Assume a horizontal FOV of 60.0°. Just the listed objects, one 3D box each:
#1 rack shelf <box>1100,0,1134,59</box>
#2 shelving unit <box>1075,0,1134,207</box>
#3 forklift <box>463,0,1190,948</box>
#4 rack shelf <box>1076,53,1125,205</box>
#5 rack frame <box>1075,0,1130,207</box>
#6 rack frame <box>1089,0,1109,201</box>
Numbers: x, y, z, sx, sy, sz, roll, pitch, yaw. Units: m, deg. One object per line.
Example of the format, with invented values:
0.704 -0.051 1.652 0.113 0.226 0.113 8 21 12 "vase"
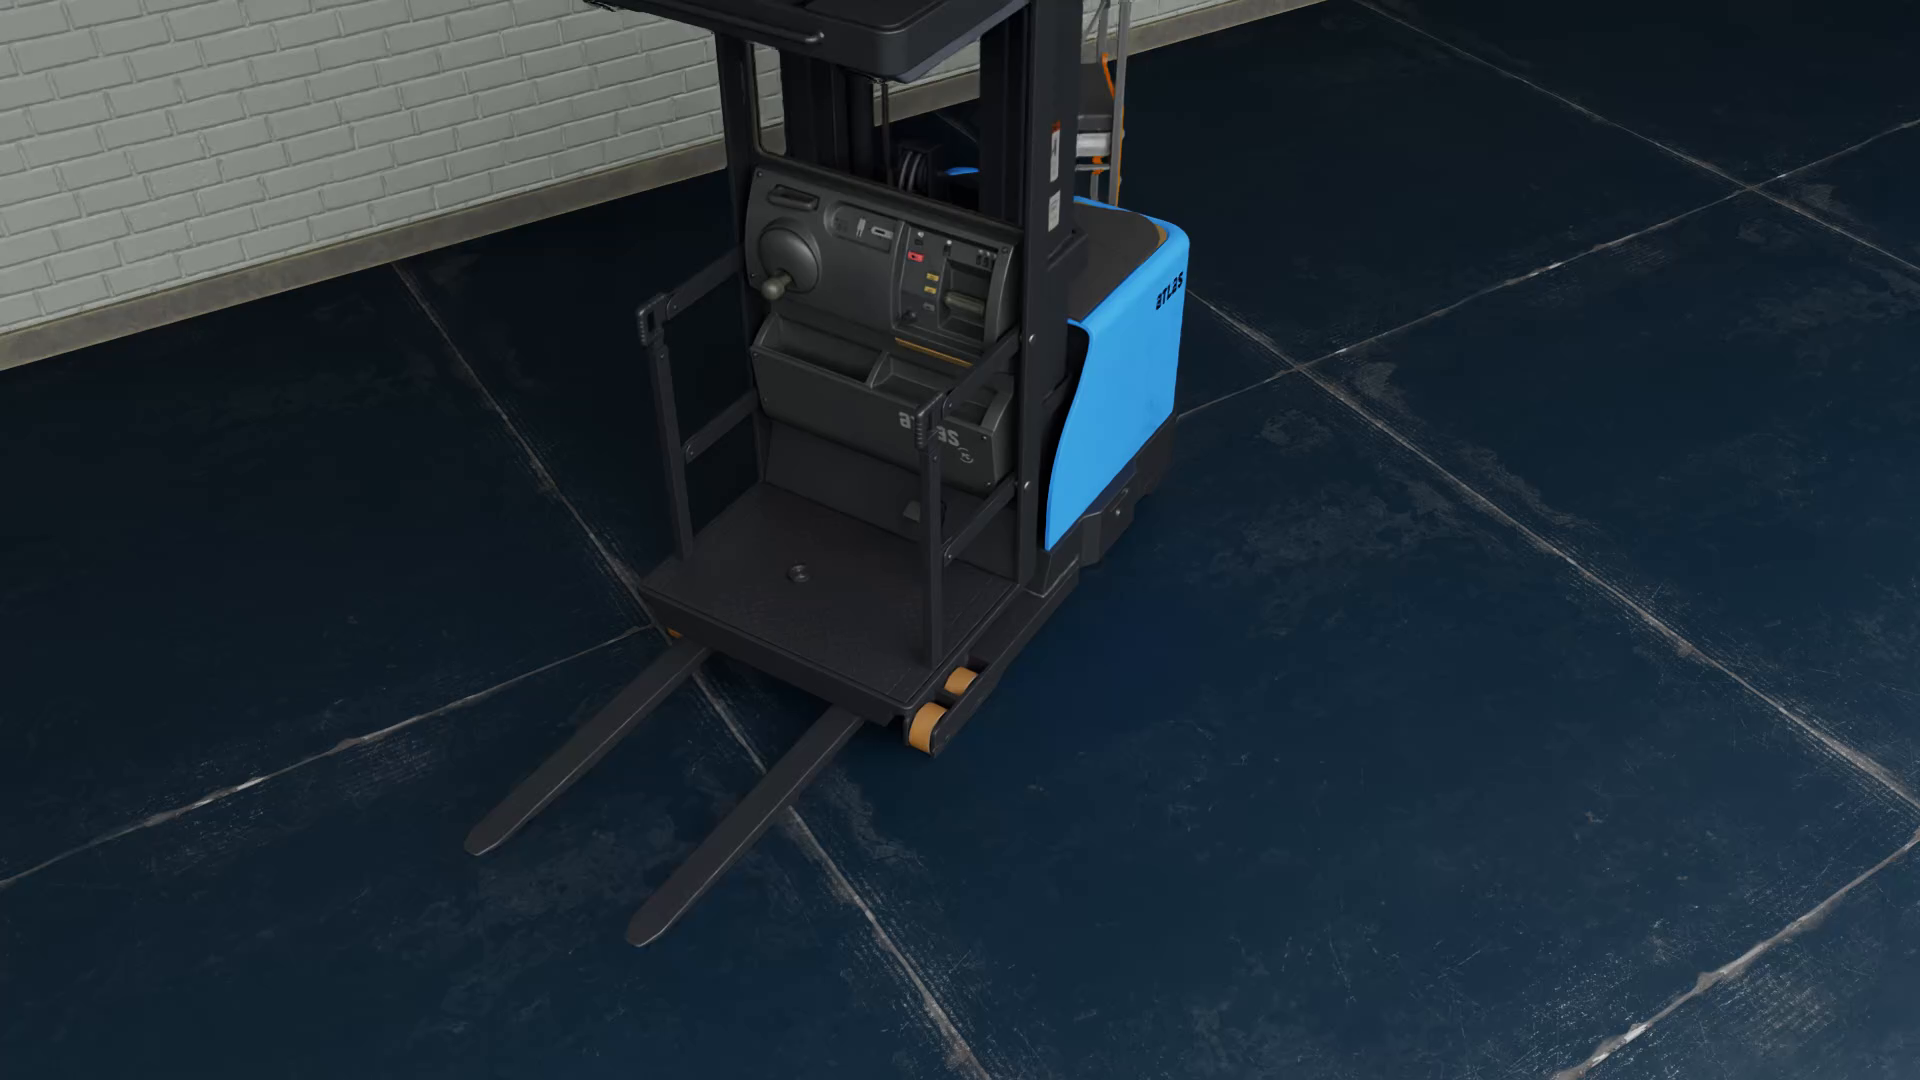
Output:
0.388 -2.088 6.044 0.431 0.518 0.480 -2 40 -3 "rack shelf"
0.388 -1.561 6.483 0.431 2.100 0.503 -2 40 -3 "shelving unit"
-0.368 -0.774 4.889 1.130 2.935 3.031 22 44 24 "forklift"
0.388 -1.550 6.492 0.431 0.518 0.480 -2 40 -3 "rack shelf"
0.403 -1.405 6.296 0.400 2.100 0.015 -2 40 -3 "rack frame"
0.372 -1.717 6.670 0.400 2.100 0.015 -2 40 -3 "rack frame"
